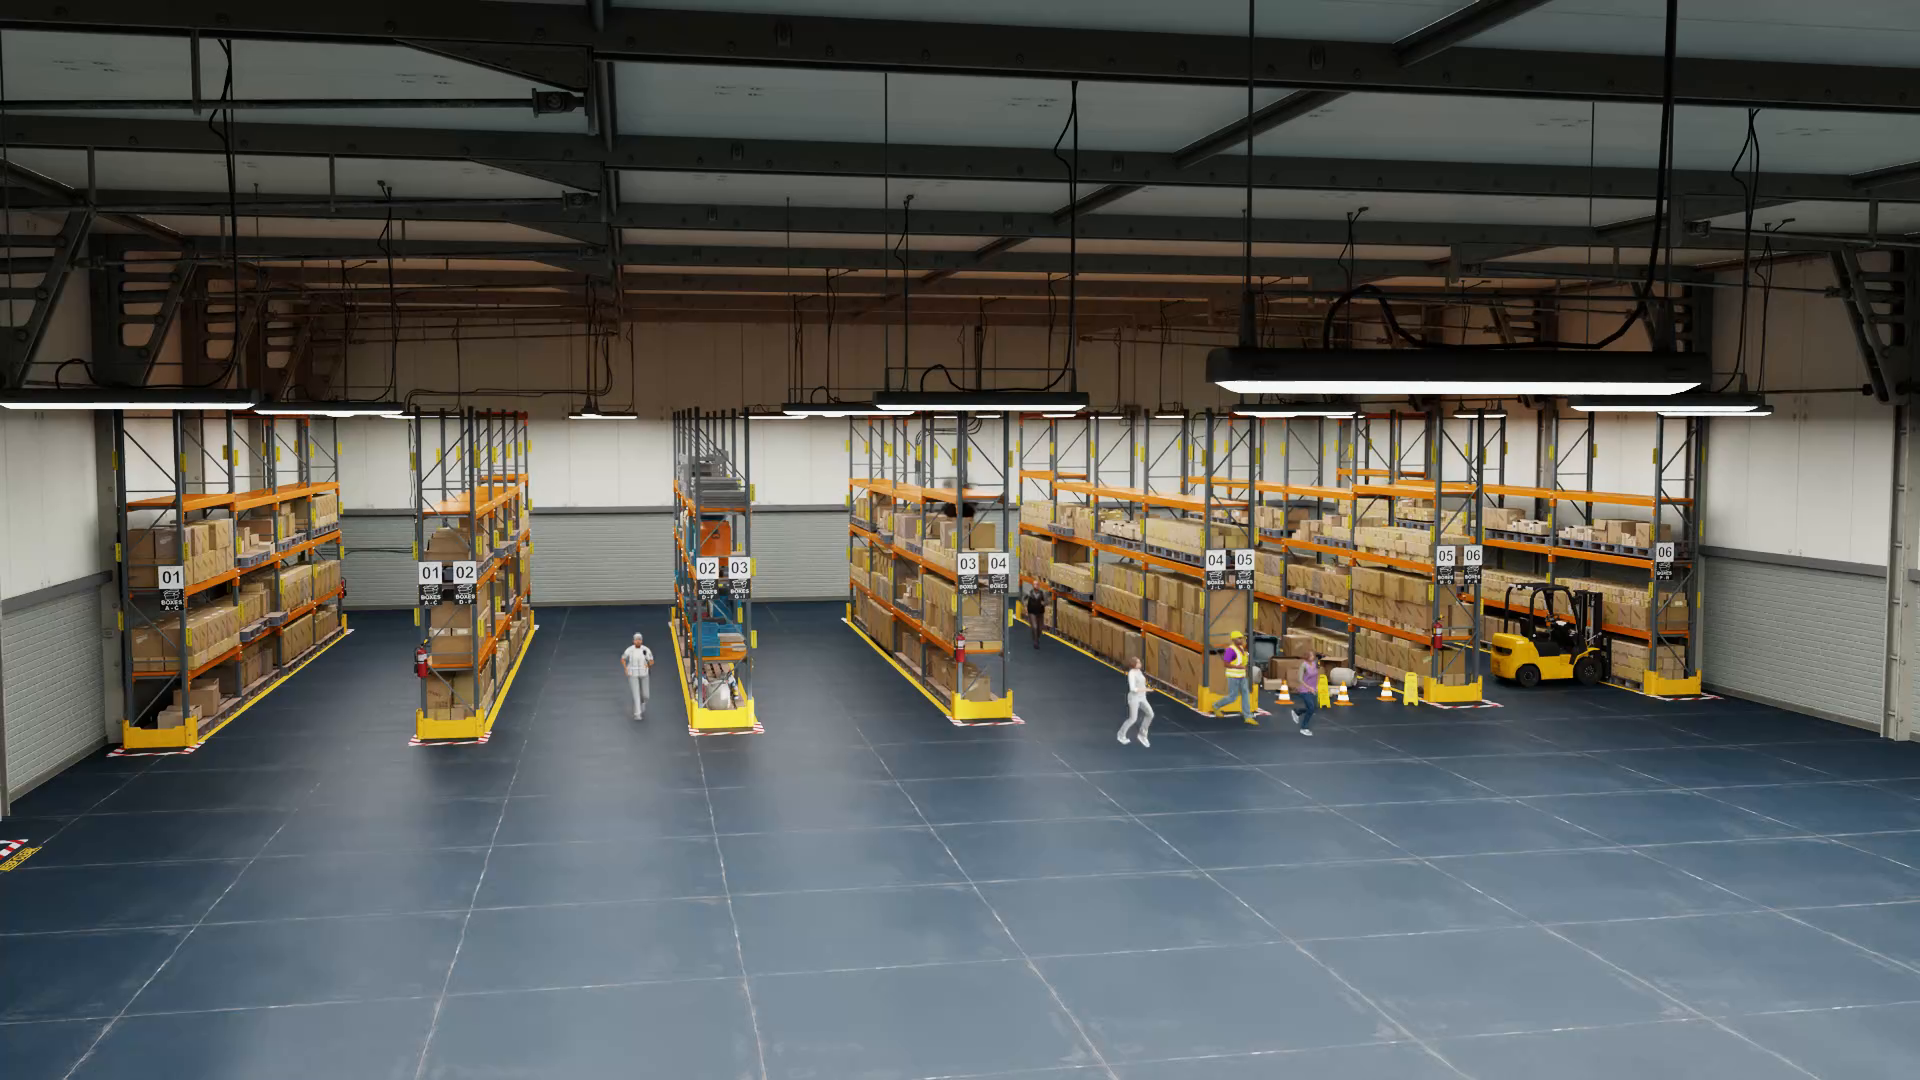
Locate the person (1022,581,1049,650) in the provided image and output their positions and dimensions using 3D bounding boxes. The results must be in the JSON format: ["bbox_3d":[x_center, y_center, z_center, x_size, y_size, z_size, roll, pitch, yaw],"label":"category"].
[{"bbox_3d":[1.915,1.871,41.899,0.662,1.698,0.961,-1,4,-11],"label":"person"}]

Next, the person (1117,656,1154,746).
[{"bbox_3d":[3.118,2.852,29.412,0.690,1.609,0.546,2,5,30],"label":"person"}]

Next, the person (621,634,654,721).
[{"bbox_3d":[-6.211,2.623,32.094,0.620,1.633,0.769,-1,4,-19],"label":"person"}]

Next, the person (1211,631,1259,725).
[{"bbox_3d":[5.220,2.597,31.447,0.983,1.767,0.705,3,5,39],"label":"person"}]

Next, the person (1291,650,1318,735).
[{"bbox_3d":[6.338,2.783,30.533,0.554,1.573,0.610,-4,6,-44],"label":"person"}]
